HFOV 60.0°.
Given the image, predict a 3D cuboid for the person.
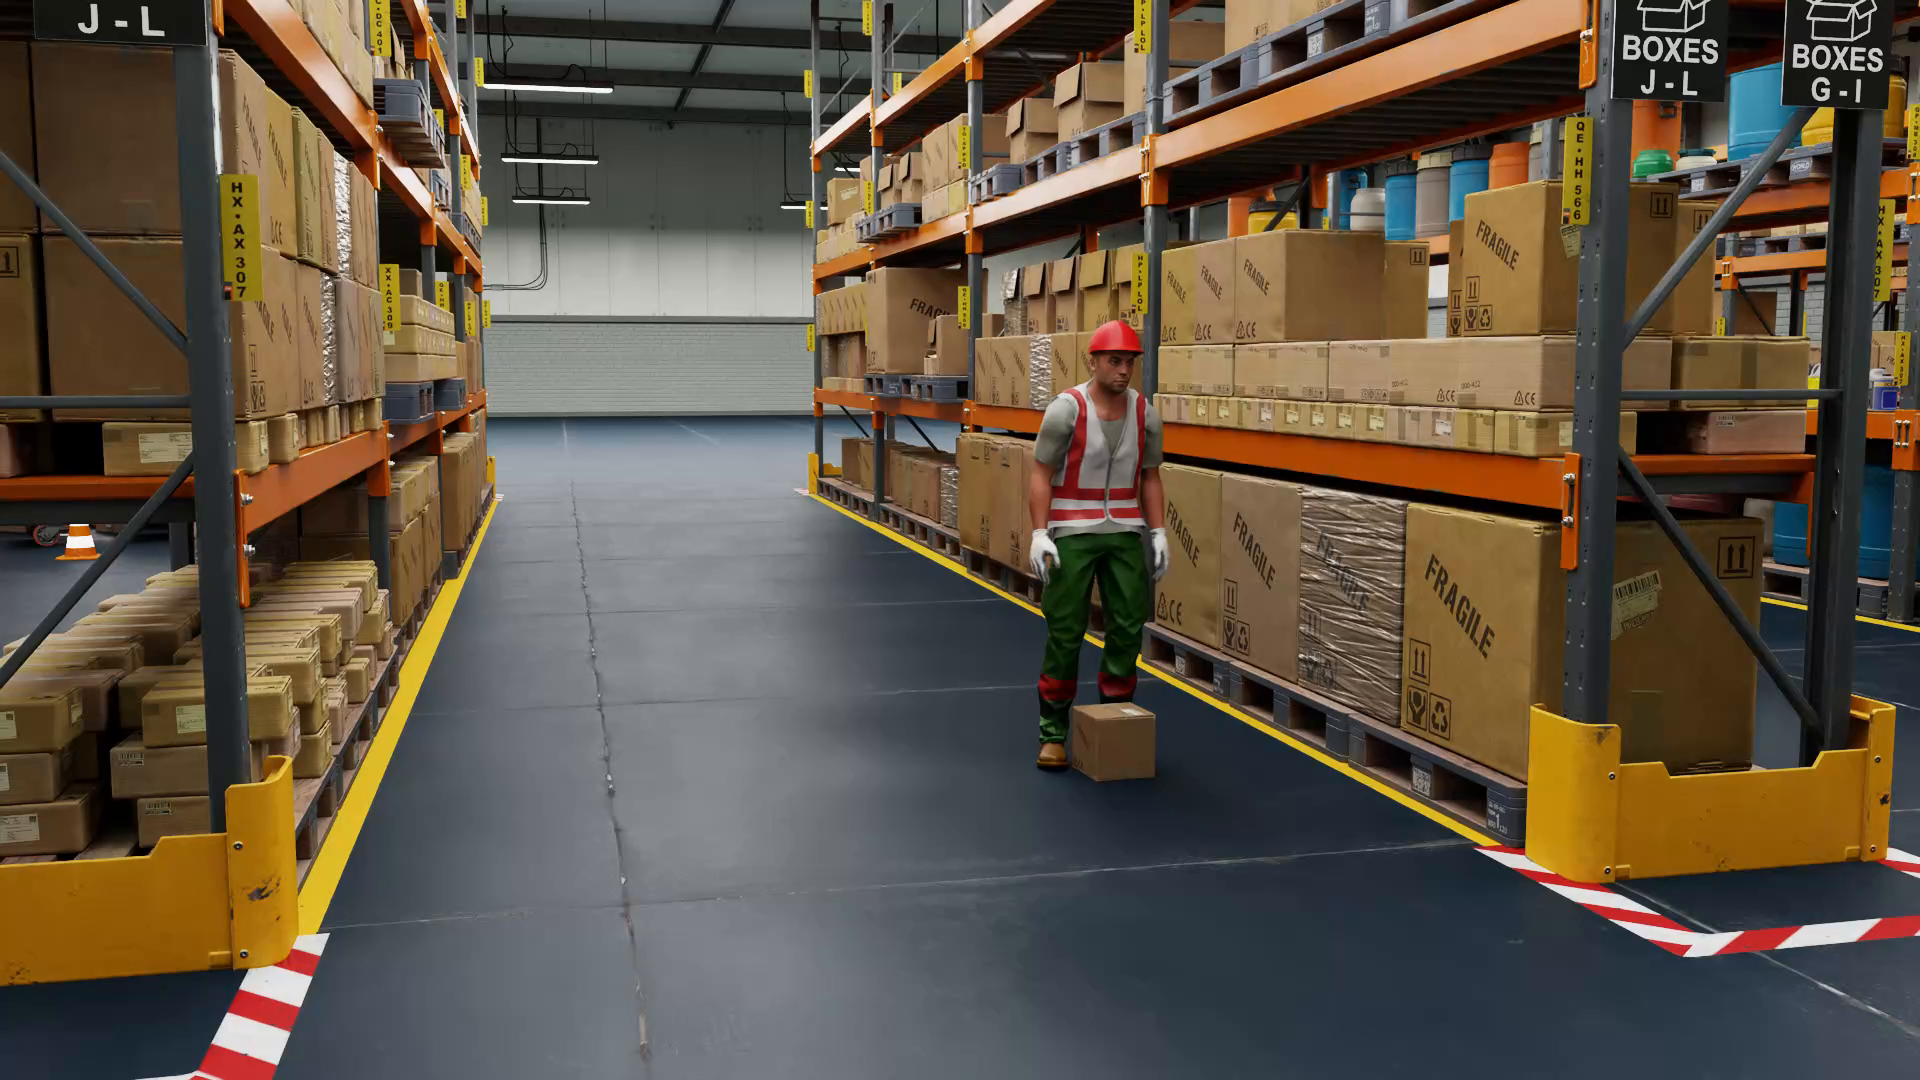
[{"bbox_3d":[2.436,-0.631,12.795,7.847,1.778,11.025,-2,6,-17],"label":"person"}]
